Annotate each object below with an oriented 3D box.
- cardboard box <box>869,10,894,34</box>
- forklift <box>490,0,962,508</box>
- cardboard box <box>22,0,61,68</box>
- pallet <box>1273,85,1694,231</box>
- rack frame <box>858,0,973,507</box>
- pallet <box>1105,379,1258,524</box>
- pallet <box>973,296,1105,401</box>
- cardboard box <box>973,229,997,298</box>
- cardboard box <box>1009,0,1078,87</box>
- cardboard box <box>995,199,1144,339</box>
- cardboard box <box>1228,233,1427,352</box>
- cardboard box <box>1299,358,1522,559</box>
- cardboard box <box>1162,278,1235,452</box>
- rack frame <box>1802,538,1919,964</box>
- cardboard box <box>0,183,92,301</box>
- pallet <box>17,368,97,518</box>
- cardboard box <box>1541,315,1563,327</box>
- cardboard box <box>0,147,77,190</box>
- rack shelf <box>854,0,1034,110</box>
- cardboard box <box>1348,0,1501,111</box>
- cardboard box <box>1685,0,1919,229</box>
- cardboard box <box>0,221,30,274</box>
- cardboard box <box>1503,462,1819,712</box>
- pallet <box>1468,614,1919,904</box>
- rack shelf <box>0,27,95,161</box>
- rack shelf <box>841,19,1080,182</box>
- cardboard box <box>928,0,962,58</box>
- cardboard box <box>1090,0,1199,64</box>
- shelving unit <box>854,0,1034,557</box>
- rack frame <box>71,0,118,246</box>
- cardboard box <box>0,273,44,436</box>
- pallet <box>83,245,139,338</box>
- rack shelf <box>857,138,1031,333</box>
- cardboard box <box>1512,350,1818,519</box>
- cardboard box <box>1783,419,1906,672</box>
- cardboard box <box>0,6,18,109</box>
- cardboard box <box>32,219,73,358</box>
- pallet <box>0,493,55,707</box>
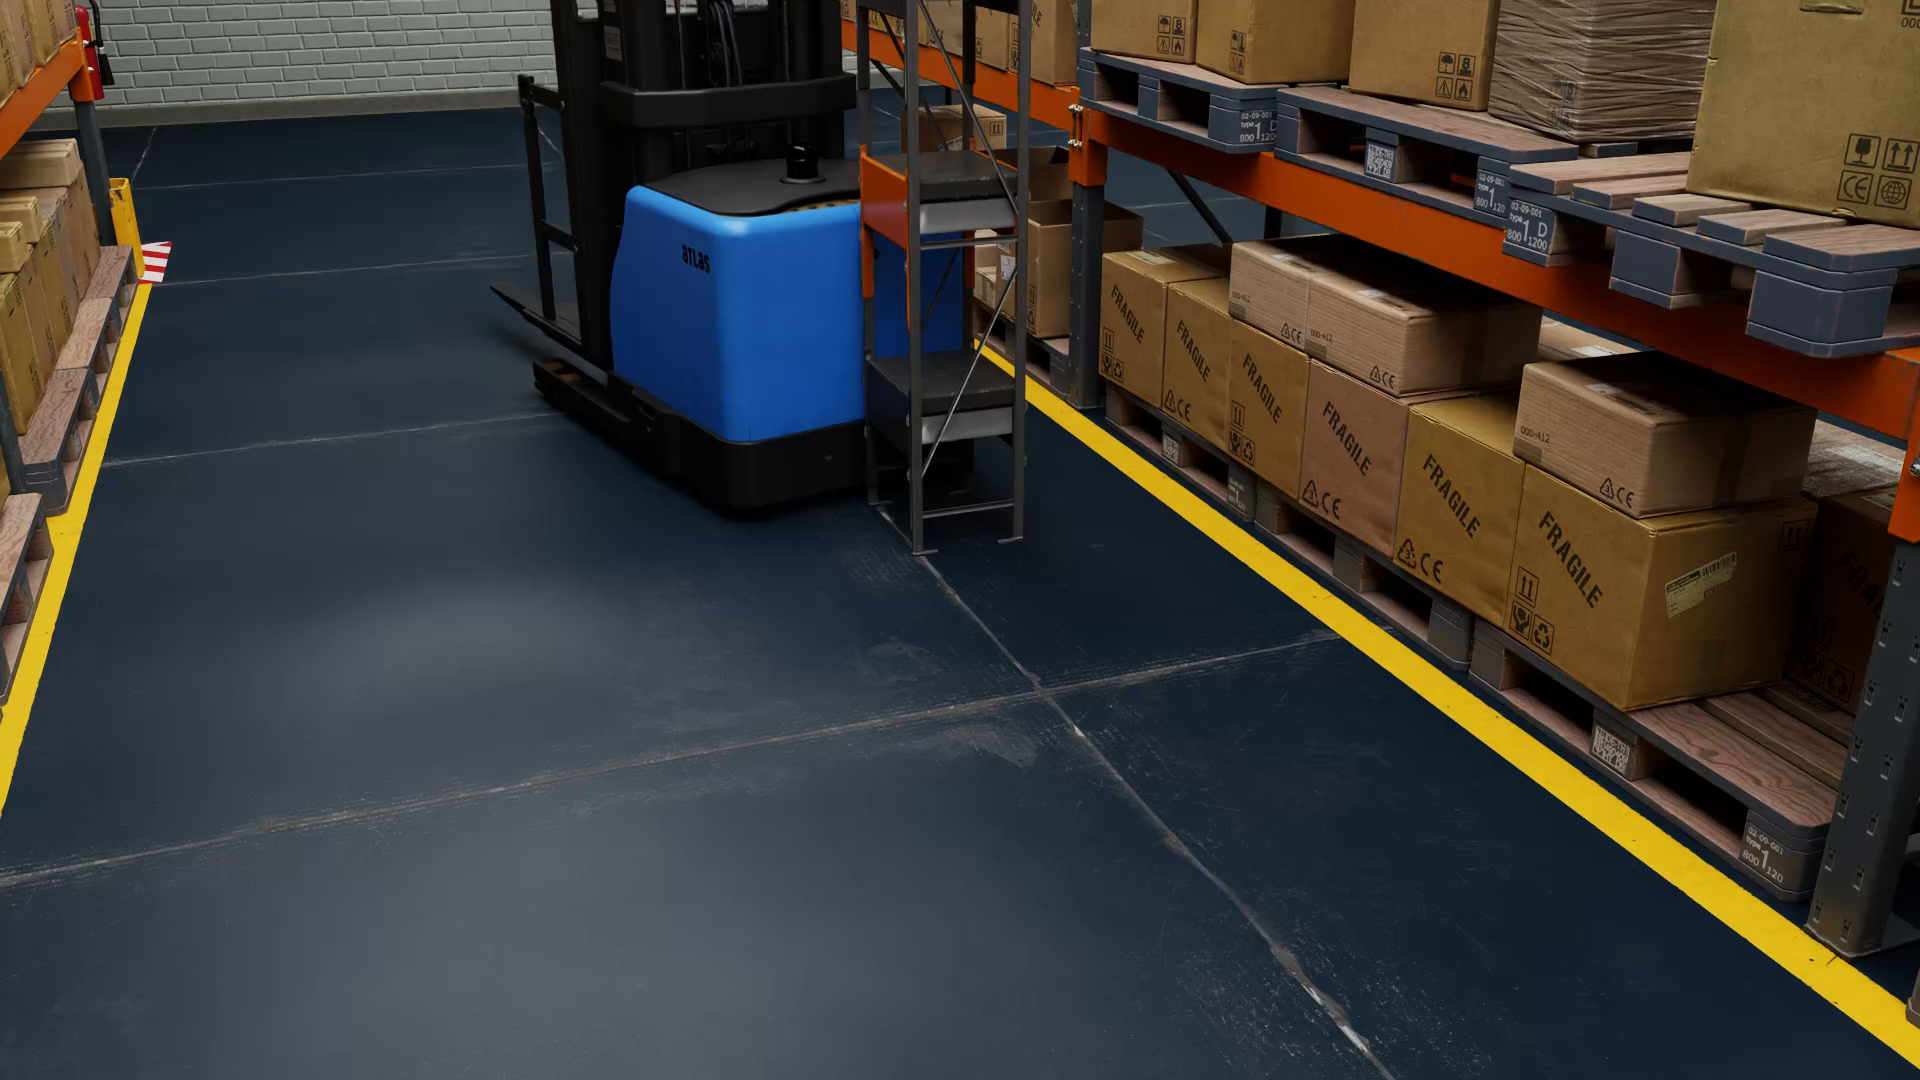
[{"bbox_3d":[-0.194,-2.946,8.750,0.500,0.500,0.500,-8,24,-19],"label":"cardboard box"},{"bbox_3d":[-1.183,-1.982,6.679,1.130,2.935,3.031,-15,27,-31],"label":"forklift"},{"bbox_3d":[-4.642,-2.478,7.380,0.980,0.700,0.700,-9,24,-19],"label":"cardboard box"},{"bbox_3d":[1.669,-1.178,4.930,1.003,0.211,1.213,-8,24,-19],"label":"pallet"},{"bbox_3d":[-0.145,-1.116,5.695,0.400,2.100,0.015,-8,24,-19],"label":"rack frame"},{"bbox_3d":[1.270,-0.439,6.519,1.003,0.211,1.213,-8,24,-19],"label":"pallet"},{"bbox_3d":[0.706,-0.979,7.800,1.003,0.211,1.213,-8,24,-19],"label":"pallet"},{"bbox_3d":[0.216,-1.418,8.148,0.500,0.311,0.500,-8,24,-19],"label":"cardboard box"},{"bbox_3d":[0.531,-2.206,6.994,0.500,0.500,0.500,-8,24,-18],"label":"cardboard box"},{"bbox_3d":[0.481,-1.233,7.465,0.500,0.500,0.500,-8,24,-19],"label":"cardboard box"},{"bbox_3d":[1.243,-0.838,5.562,0.500,0.250,0.500,-8,24,-19],"label":"cardboard box"},{"bbox_3d":[1.437,-0.297,5.244,0.500,0.500,0.500,-9,25,-21],"label":"cardboard box"},{"bbox_3d":[1.089,-0.663,6.114,0.500,0.500,0.500,-8,24,-18],"label":"cardboard box"},{"bbox_3d":[2.360,-0.561,3.218,1.000,3.000,0.127,-8,24,-19],"label":"rack frame"},{"bbox_3d":[-4.581,-1.406,7.900,0.700,0.500,0.500,-8,24,-19],"label":"cardboard box"},{"bbox_3d":[-3.881,-0.335,6.273,1.003,0.211,1.213,-8,24,-19],"label":"pallet"},{"bbox_3d":[1.733,-0.562,5.873,0.500,0.500,0.500,-8,24,-18],"label":"cardboard box"},{"bbox_3d":[-4.451,-1.772,7.934,0.380,0.149,0.250,-8,24,-18],"label":"cardboard box"},{"bbox_3d":[-0.058,-1.660,5.218,0.431,0.518,0.480,-8,24,-19],"label":"rack shelf"},{"bbox_3d":[1.629,-1.620,5.062,0.700,0.500,0.500,-15,27,-32],"label":"cardboard box"},{"bbox_3d":[2.032,-1.013,3.623,0.700,0.500,0.500,-18,29,-36],"label":"cardboard box"},{"bbox_3d":[-3.804,-1.109,6.361,0.380,0.149,0.250,-8,24,-17],"label":"cardboard box"},{"bbox_3d":[1.810,0.081,4.348,0.500,0.500,0.500,-7,24,-17],"label":"cardboard box"},{"bbox_3d":[2.132,0.448,4.415,1.003,0.211,1.213,-8,24,-19],"label":"pallet"},{"bbox_3d":[-4.392,-1.728,6.914,1.077,0.370,4.000,-8,24,-19],"label":"rack shelf"},{"bbox_3d":[0.241,-2.409,8.530,1.077,0.370,4.000,-8,24,-19],"label":"rack shelf"},{"bbox_3d":[0.164,-2.580,7.880,0.500,0.500,0.500,-8,24,-18],"label":"cardboard box"},{"bbox_3d":[0.905,-2.051,6.084,0.700,0.500,0.500,-18,29,-36],"label":"cardboard box"},{"bbox_3d":[-0.058,-1.028,5.485,0.431,2.100,0.503,-8,24,-19],"label":"shelving unit"},{"bbox_3d":[-5.099,-2.786,8.499,1.000,3.000,0.127,-8,24,-19],"label":"rack frame"},{"bbox_3d":[-3.854,-0.660,6.132,0.700,0.500,0.500,-8,24,-18],"label":"cardboard box"},{"bbox_3d":[-4.743,-1.221,8.376,1.003,0.211,1.213,-8,24,-19],"label":"pallet"},{"bbox_3d":[-0.058,-1.015,5.490,0.431,0.518,0.480,-8,24,-19],"label":"rack shelf"},{"bbox_3d":[1.786,-0.284,4.249,0.500,0.250,0.500,-7,24,-17],"label":"cardboard box"},{"bbox_3d":[2.277,-0.005,4.553,0.500,0.500,0.500,-9,25,-21],"label":"cardboard box"},{"bbox_3d":[-4.115,-1.936,6.096,0.980,0.700,0.700,-9,24,-20],"label":"cardboard box"},{"bbox_3d":[-4.208,-1.030,7.010,0.700,0.500,0.500,-8,24,-18],"label":"cardboard box"},{"bbox_3d":[-3.343,0.222,4.951,1.003,0.211,1.213,-8,24,-19],"label":"pallet"}]
